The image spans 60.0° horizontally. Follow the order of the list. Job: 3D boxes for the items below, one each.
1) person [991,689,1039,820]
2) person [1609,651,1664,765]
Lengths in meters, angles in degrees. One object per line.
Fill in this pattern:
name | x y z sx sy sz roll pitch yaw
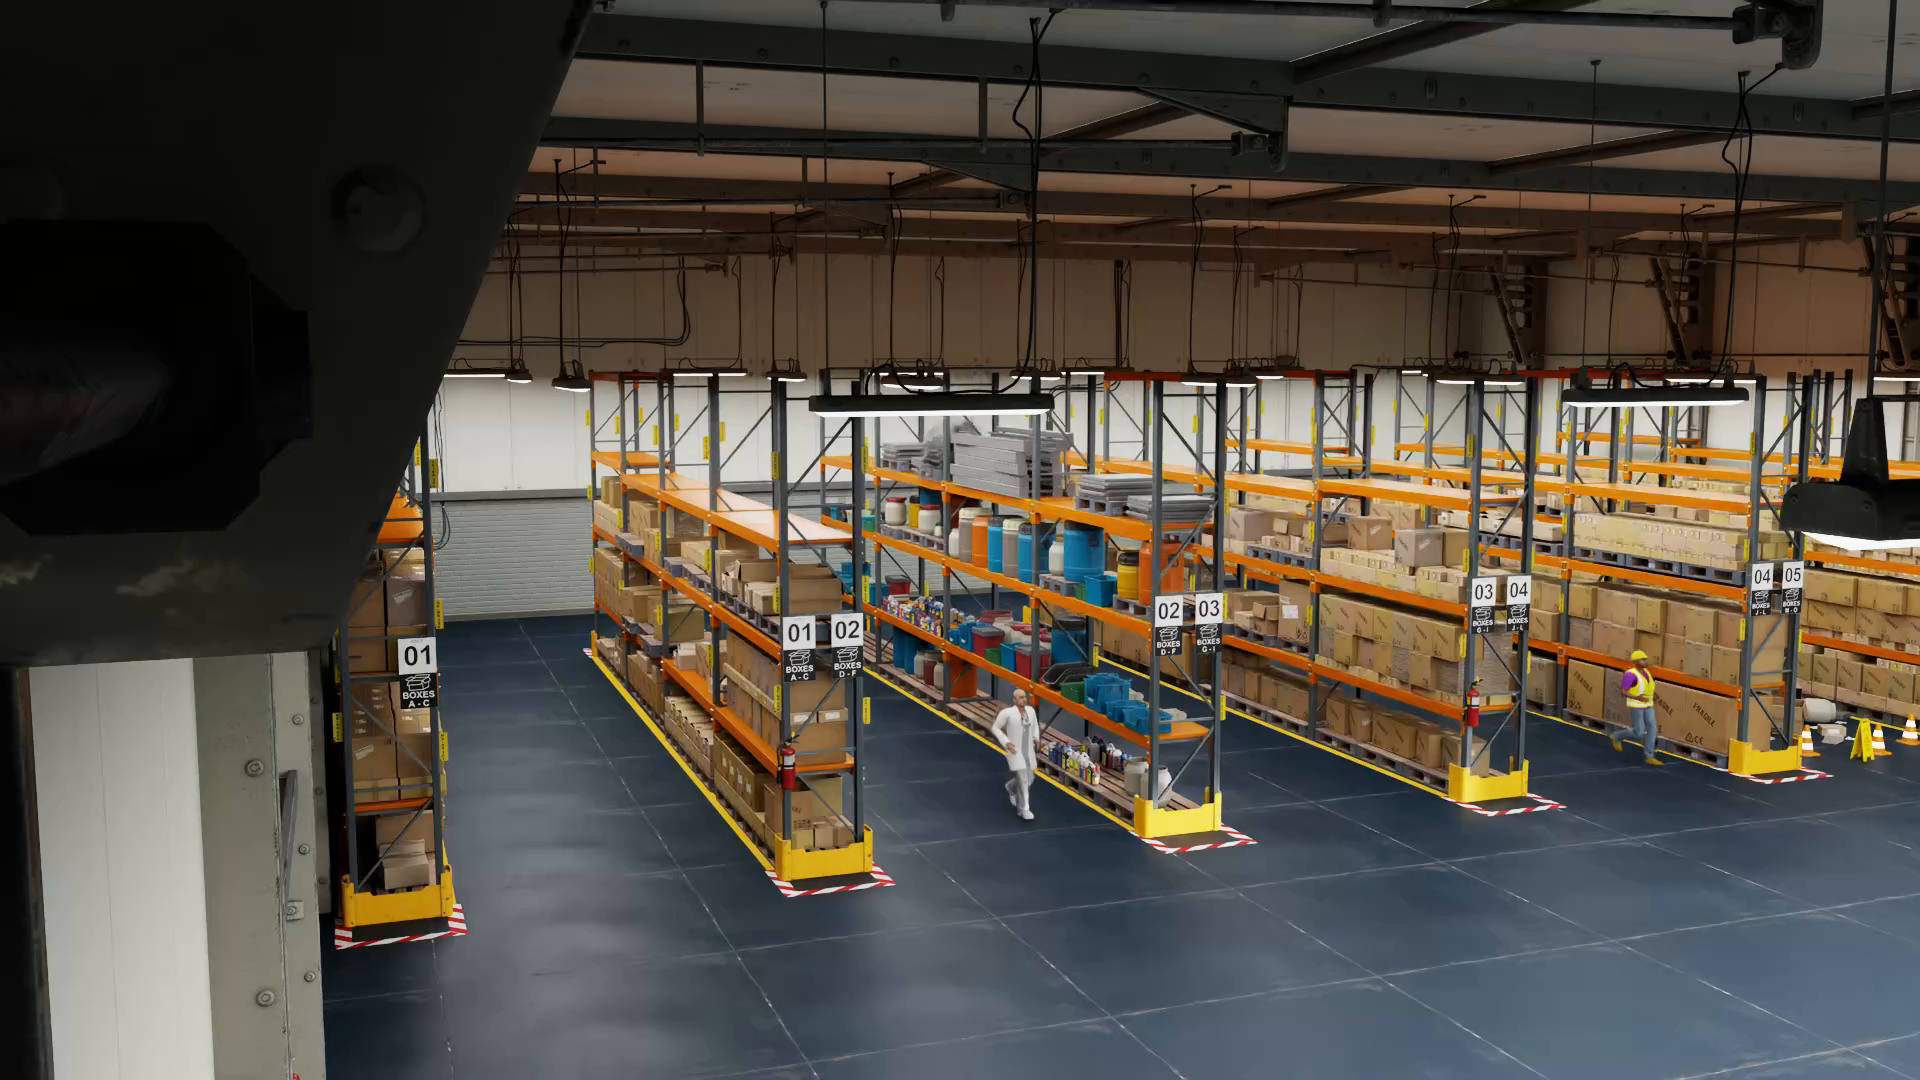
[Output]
person | 0.793 2.910 22.846 0.725 1.751 0.792 -4 7 -31
person | 10.543 2.583 25.785 0.703 1.736 0.893 -4 7 -30
